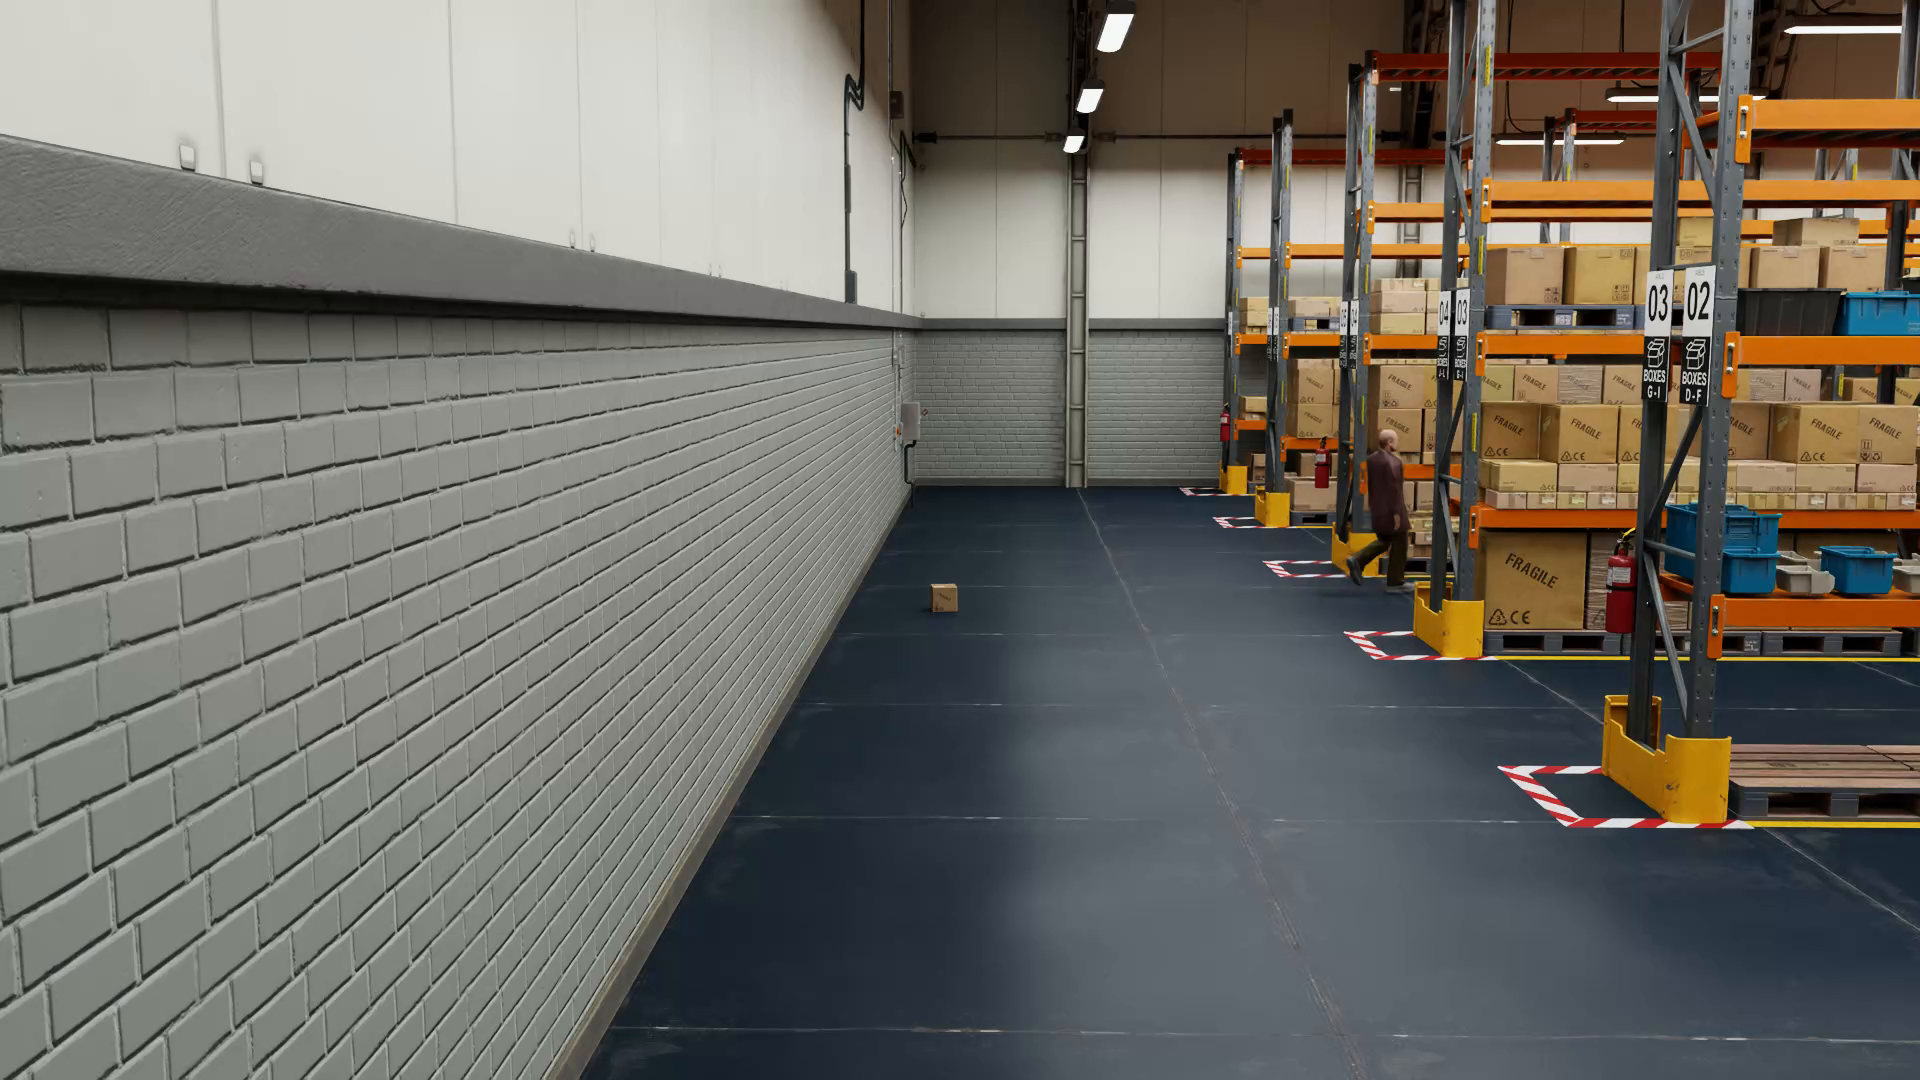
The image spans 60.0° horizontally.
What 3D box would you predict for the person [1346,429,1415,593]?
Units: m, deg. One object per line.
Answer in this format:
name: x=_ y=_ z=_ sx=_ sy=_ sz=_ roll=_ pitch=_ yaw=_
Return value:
person: x=4.589 y=-0.318 z=18.049 sx=0.772 sy=1.766 sz=0.612 roll=-2 pitch=7 yaw=-19
